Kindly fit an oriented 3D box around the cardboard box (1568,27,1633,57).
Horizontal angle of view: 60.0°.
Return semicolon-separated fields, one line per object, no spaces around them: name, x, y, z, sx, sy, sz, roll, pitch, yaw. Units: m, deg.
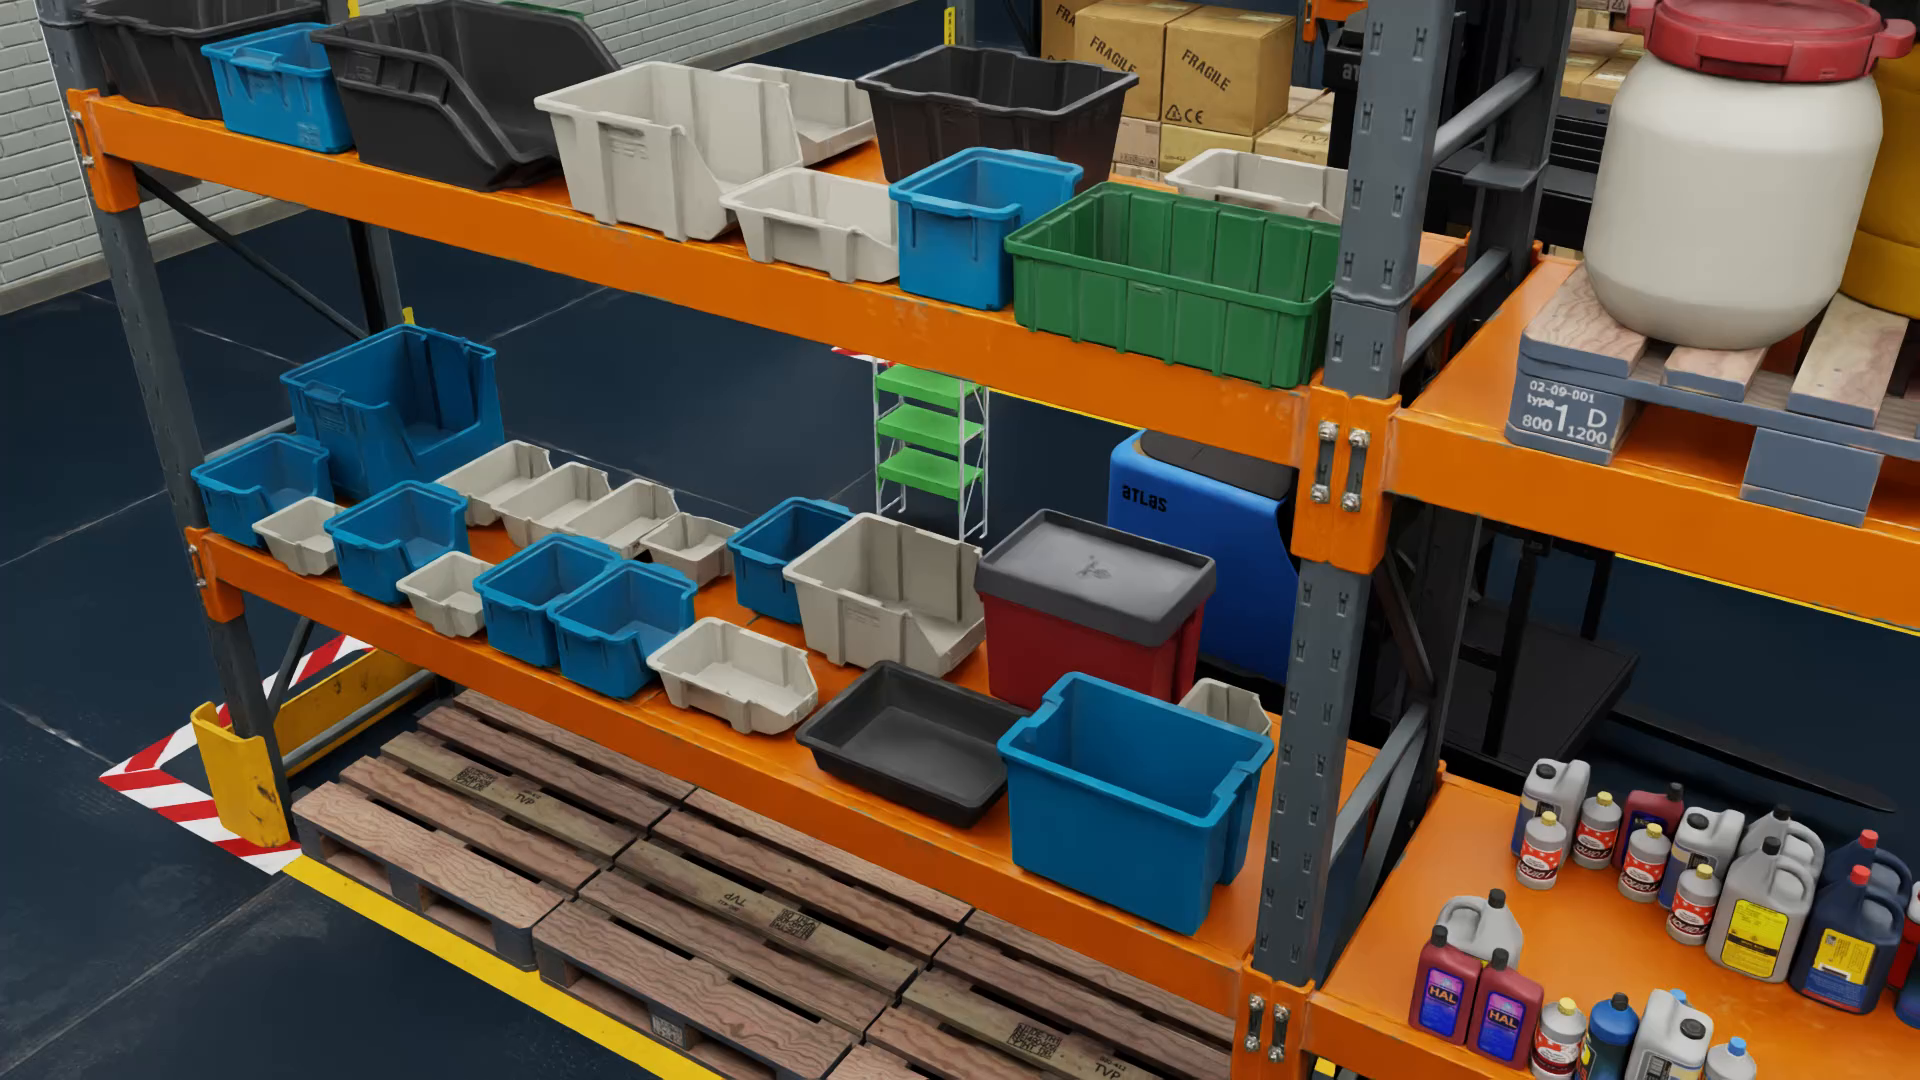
cardboard box;2.950;-2.219;8.186;0.500;0.500;0.500;18;35;27

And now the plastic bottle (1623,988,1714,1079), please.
plastic bottle;1.499;1.094;3.521;0.135;0.276;0.152;18;35;27

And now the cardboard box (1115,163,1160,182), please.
cardboard box;1.027;-1.979;8.916;0.250;0.149;0.380;17;34;27

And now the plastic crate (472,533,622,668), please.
plastic crate;-1.239;0.190;5.054;0.300;0.233;0.416;18;35;27

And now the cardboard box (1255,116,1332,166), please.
cardboard box;1.820;-1.940;8.452;0.500;0.250;0.500;17;34;26

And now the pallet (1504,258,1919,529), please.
pallet;1.716;-0.390;3.153;1.003;0.211;1.213;18;35;27

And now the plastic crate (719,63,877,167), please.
plastic crate;-0.506;-1.150;4.529;0.530;0.136;0.437;18;35;27

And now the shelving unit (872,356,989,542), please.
shelving unit;-0.140;-0.563;8.024;0.503;1.200;0.258;18;35;27

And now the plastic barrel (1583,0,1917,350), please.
plastic barrel;1.312;-0.632;2.828;0.433;0.535;0.433;0;30;0

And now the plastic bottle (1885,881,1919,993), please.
plastic bottle;2.242;0.910;3.837;0.135;0.276;0.152;18;35;27

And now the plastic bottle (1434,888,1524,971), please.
plastic bottle;1.160;0.920;3.745;0.185;0.351;0.144;18;35;27

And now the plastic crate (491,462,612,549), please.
plastic crate;-1.363;-0.103;5.652;0.243;0.136;0.396;18;35;27

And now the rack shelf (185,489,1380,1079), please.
rack shelf;-0.694;0.431;5.249;4.000;0.370;1.077;18;35;27

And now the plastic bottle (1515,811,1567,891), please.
plastic bottle;1.455;0.767;4.155;0.097;0.201;0.097;0;30;0

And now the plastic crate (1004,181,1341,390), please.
plastic crate;0.480;-0.533;3.420;0.662;0.188;0.450;18;35;27

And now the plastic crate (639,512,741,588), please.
plastic crate;-0.854;0.033;5.419;0.250;0.136;0.298;18;35;27

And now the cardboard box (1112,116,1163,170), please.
cardboard box;0.952;-2.213;8.921;0.500;0.250;0.500;17;34;27

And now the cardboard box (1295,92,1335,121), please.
cardboard box;2.100;-2.167;8.841;0.500;0.250;0.500;18;35;27

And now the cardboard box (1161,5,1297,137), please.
cardboard box;1.374;-2.403;8.503;0.500;0.500;0.500;17;34;26

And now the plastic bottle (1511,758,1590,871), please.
plastic bottle;1.506;0.677;4.236;0.135;0.276;0.152;18;35;27

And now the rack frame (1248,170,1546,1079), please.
rack frame;1.000;0.656;4.149;0.127;3.000;1.000;18;35;27

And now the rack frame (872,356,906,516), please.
rack frame;-0.347;-0.628;8.136;0.015;1.200;0.240;18;35;27

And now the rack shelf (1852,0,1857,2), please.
rack shelf;5.327;-1.907;6.280;4.000;0.370;1.077;18;35;27

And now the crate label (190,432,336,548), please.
crate label;-2.354;-0.163;5.659;0.303;0.233;0.416;18;35;27

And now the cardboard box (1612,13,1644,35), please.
cardboard box;4.880;-3.766;11.979;0.250;0.149;0.380;17;34;27

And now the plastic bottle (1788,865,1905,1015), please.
plastic bottle;2.032;0.895;3.789;0.185;0.351;0.144;18;35;27

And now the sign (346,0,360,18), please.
sign;-2.109;-1.905;5.667;0.005;0.325;0.100;18;35;27

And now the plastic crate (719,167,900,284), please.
plastic crate;-0.280;-0.704;3.766;0.466;0.136;0.293;18;35;27

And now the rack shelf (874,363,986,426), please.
rack shelf;-0.140;-0.715;7.935;0.480;0.148;0.258;18;35;27

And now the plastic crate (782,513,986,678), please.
plastic crate;-0.196;0.193;5.000;0.530;0.282;0.437;18;35;27

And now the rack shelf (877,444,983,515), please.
rack shelf;-0.140;-0.300;8.177;0.480;0.148;0.258;18;35;27

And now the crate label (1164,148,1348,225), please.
crate label;0.739;-0.781;3.896;0.466;0.136;0.293;18;35;27

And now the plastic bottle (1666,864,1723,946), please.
plastic bottle;1.764;0.865;3.987;0.097;0.201;0.097;0;30;0

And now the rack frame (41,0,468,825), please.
rack frame;-2.388;-0.416;5.986;0.127;3.000;1.000;18;35;27

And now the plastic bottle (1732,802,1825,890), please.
plastic bottle;1.952;0.784;3.979;0.185;0.351;0.144;18;35;27

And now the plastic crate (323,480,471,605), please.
plastic crate;-1.796;0.013;5.357;0.300;0.233;0.416;18;35;27

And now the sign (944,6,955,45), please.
sign;-0.055;-2.703;8.968;0.005;0.325;0.100;18;35;27

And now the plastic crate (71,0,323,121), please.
plastic crate;-2.210;-1.433;4.883;0.590;0.269;0.497;18;35;27

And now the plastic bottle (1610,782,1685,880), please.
plastic bottle;1.726;0.716;4.161;0.133;0.283;0.061;18;35;27

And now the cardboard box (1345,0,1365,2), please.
cardboard box;3.068;-4.284;12.867;0.250;0.149;0.380;17;34;27

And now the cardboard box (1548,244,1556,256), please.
cardboard box;2.765;-1.429;7.973;0.250;0.149;0.380;17;34;27

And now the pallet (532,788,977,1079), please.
pallet;-0.681;1.353;5.721;1.213;0.211;1.003;18;35;27

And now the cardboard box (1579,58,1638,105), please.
cardboard box;3.102;-1.855;7.562;0.500;0.500;0.500;19;35;29

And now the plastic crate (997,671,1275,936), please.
plastic crate;0.423;0.657;4.103;0.575;0.384;0.392;18;35;27

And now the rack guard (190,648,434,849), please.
rack guard;-2.415;0.663;6.618;0.348;0.500;1.175;18;35;27

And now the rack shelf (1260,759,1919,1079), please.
rack shelf;2.694;1.502;3.412;4.000;0.370;1.077;18;35;27

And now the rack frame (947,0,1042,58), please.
rack frame;0.245;-2.530;9.610;0.127;3.000;1.000;18;35;27

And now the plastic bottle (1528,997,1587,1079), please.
plastic bottle;1.304;1.081;3.618;0.097;0.201;0.097;0;30;0

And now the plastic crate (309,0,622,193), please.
plastic crate;-1.240;-1.158;4.343;0.767;0.338;0.504;18;35;27

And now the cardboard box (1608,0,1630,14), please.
cardboard box;4.936;-4.002;11.739;0.500;0.500;0.500;17;34;27

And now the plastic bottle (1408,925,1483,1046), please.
plastic bottle;1.084;0.986;3.698;0.133;0.283;0.061;18;35;27

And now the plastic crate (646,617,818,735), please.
plastic crate;-0.635;0.405;4.780;0.466;0.136;0.293;18;35;27

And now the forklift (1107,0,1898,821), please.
forklift;2.069;-0.440;6.095;3.031;2.935;1.130;22;37;32
